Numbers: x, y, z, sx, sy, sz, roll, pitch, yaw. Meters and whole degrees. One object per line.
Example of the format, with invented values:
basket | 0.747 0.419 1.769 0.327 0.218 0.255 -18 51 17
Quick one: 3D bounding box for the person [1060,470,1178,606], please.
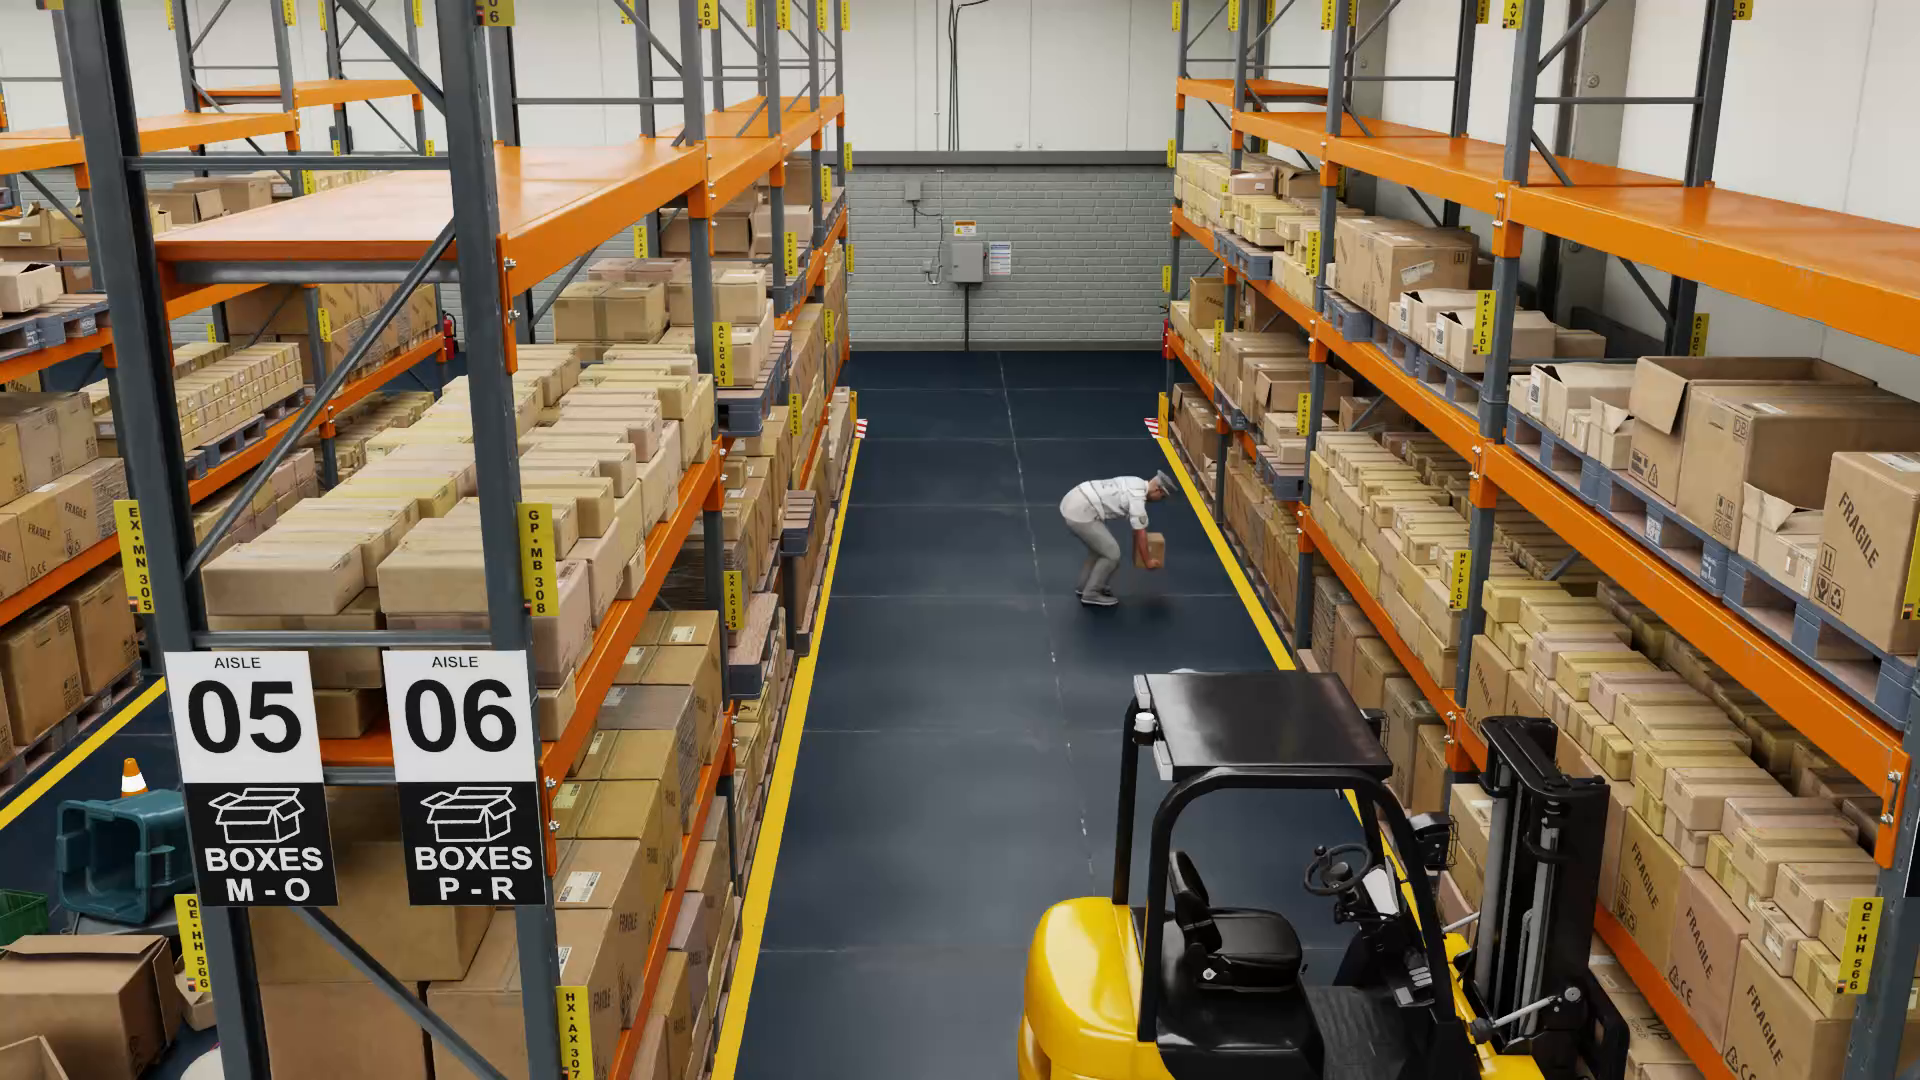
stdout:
person | 1.394 -0.034 14.643 1.029 1.171 0.516 -1 17 -3
